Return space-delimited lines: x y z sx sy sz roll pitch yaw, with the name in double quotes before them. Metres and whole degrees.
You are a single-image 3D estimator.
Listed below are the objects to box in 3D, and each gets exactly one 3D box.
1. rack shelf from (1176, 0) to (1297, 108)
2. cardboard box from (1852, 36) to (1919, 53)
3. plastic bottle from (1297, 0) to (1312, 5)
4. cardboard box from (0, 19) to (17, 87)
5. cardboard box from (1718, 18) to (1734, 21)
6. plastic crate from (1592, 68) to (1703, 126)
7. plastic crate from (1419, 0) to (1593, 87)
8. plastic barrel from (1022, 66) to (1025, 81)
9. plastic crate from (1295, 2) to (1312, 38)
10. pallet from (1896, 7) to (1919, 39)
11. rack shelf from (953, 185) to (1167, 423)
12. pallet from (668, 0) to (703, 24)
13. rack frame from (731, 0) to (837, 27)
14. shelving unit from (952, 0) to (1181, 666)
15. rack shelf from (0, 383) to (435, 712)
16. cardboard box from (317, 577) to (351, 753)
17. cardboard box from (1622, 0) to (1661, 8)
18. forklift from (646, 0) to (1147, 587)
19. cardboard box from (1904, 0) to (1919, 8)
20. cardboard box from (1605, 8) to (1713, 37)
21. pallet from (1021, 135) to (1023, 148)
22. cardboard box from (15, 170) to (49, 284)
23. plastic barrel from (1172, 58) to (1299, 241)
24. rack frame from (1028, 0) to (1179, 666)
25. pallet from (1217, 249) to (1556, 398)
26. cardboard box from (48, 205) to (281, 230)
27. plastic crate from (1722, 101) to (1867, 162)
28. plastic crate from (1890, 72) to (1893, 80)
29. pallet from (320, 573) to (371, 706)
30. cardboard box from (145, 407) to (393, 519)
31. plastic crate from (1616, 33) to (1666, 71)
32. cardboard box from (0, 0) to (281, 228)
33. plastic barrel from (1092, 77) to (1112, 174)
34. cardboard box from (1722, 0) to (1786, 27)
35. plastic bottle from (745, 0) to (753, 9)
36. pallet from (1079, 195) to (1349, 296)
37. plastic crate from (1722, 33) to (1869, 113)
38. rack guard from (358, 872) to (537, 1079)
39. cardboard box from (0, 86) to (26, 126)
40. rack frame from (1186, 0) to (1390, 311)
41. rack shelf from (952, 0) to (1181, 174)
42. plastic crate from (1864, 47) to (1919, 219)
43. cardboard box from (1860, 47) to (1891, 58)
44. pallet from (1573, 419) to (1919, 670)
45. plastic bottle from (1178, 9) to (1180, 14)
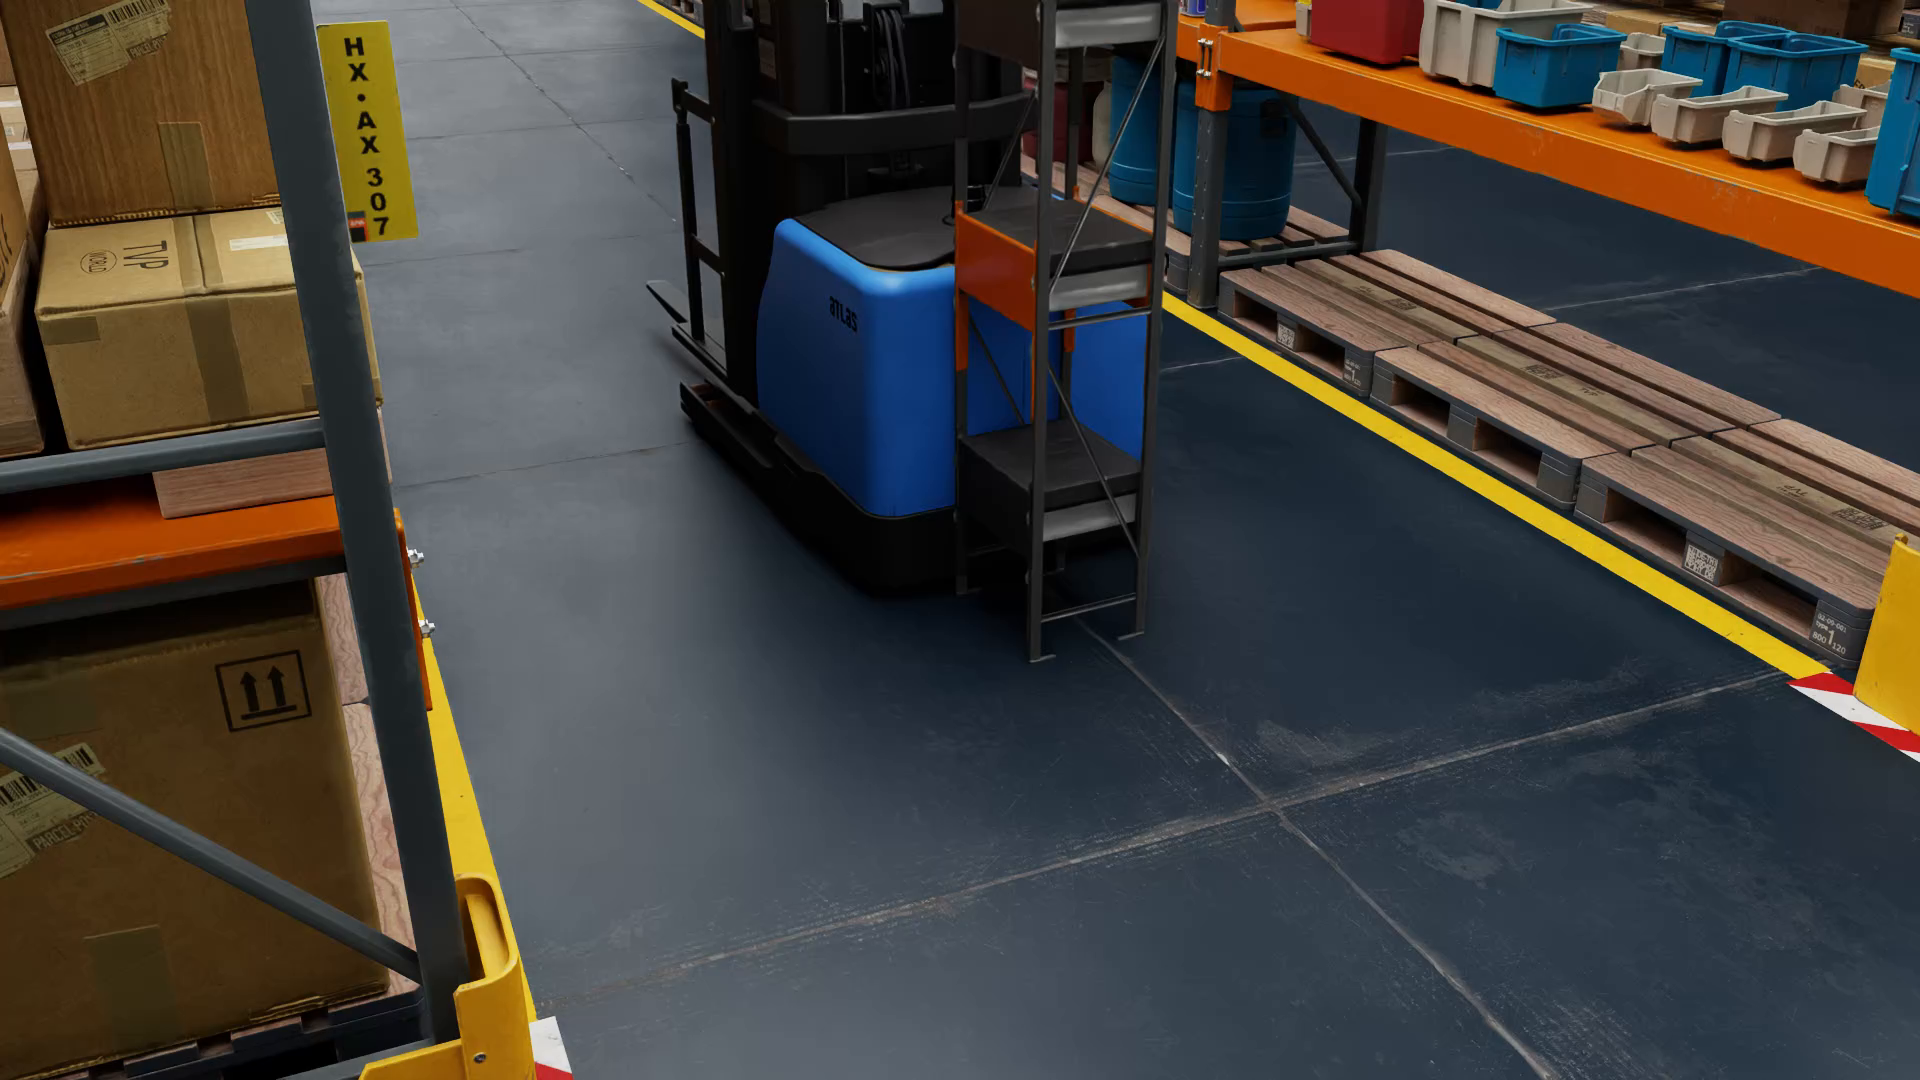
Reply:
"rack shelf" 0.804 -3.044 9.385 1.077 0.370 4.000 -11 28 -21
"cardboard box" 5.962 -2.934 10.688 0.500 0.500 0.500 -10 28 -20
"plastic bottle" 1.732 -2.751 8.023 0.144 0.351 0.185 -11 28 -21
"cardboard box" -2.624 -1.465 4.309 0.500 0.500 0.500 -11 28 -22
"cardboard box" 5.576 -3.341 11.522 0.500 0.500 0.500 -12 28 -23
"plastic crate" 2.303 -1.495 5.626 0.298 0.136 0.250 -11 28 -21
"plastic crate" 2.016 -1.885 6.259 0.437 0.282 0.530 -11 28 -21
"plastic barrel" 0.532 -2.838 10.500 0.421 0.512 0.421 0 26 0
"plastic crate" 1.638 -2.255 7.183 0.396 0.136 0.243 -11 28 -21
"pallet" 8.832 -4.939 15.625 1.003 0.211 1.213 -11 28 -21
"rack shelf" 0.277 -0.693 4.806 0.431 0.518 0.480 -12 29 -24
"pallet" -2.252 -5.308 16.380 1.003 0.211 1.213 -11 28 -21
"rack frame" -1.545 -5.789 14.188 1.000 3.000 0.127 -11 28 -21
"shelving unit" 0.277 -0.705 4.800 0.431 2.100 0.503 -12 29 -24
"rack shelf" -2.187 -0.578 4.334 1.077 0.370 4.000 -11 28 -21
"cardboard box" -2.084 0.060 4.150 0.875 0.875 0.875 -11 28 -21
"cardboard box" 5.162 -3.761 12.382 0.500 0.500 0.500 -9 28 -19
"forklift" -0.472 -1.784 6.064 1.130 2.935 3.031 -12 29 -24
"cardboard box" 8.807 -5.233 15.396 0.700 0.500 0.500 -10 28 -20
"cardboard box" 4.898 -3.452 11.748 0.500 0.500 0.500 -11 28 -21
"pallet" 0.368 -2.610 10.855 1.003 0.211 1.213 -11 28 -21
"cardboard box" -2.035 -0.515 3.217 0.500 0.250 0.500 -11 28 -21
"plastic barrel" 1.390 -2.028 8.397 0.600 0.901 0.708 -11 28 -21
"rack frame" 0.386 -0.609 4.604 0.400 2.100 0.015 -12 29 -24
"pallet" 1.911 -1.016 7.591 1.003 0.211 1.213 -11 28 -21
"cardboard box" -1.553 -0.609 3.410 0.500 0.250 0.500 -11 28 -21
"plastic crate" 2.568 -1.271 5.166 0.396 0.136 0.243 -11 28 -21
"plastic crate" 3.102 -1.318 5.154 0.416 0.233 0.300 -11 28 -21
"pallet" -2.262 0.358 4.775 1.003 0.211 1.213 -11 28 -21
"cardboard box" -1.239 -0.181 2.988 0.380 0.149 0.250 -10 28 -20
"plastic crate" 2.546 -1.817 6.284 0.293 0.136 0.466 -11 28 -21
"cardboard box" -1.539 -0.939 3.231 0.500 0.500 0.500 -11 28 -22
"plastic barrel" 0.974 -2.382 9.567 0.421 0.512 0.421 0 26 0
"cardboard box" 5.593 -3.664 11.328 0.500 0.250 0.500 -11 28 -22
"plastic bottle" -1.930 -5.032 15.154 0.144 0.351 0.185 -11 28 -21
"pallet" 1.324 -1.625 8.838 1.003 0.211 1.213 -11 28 -21
"plastic crate" 2.845 -1.584 5.698 0.416 0.233 0.300 -11 28 -21
"rack guard" -1.394 1.039 3.051 1.175 0.500 0.348 -11 28 -21
"cardboard box" -2.443 -0.930 4.067 0.500 0.250 0.500 -11 28 -21
"rack frame" 1.587 -2.559 7.573 1.000 3.000 0.127 -11 28 -21
"rack shelf" 0.277 -1.322 4.499 0.431 0.518 0.480 -12 29 -24
"plastic crate" 2.851 -1.091 4.456 0.616 0.435 0.499 -11 28 -21
"cardboard box" 5.504 -2.834 10.484 0.500 0.500 0.500 -10 28 -20
"pallet" 2.867 -0.031 5.573 1.003 0.211 1.213 -11 28 -21
"plastic bottle" 1.065 -2.616 7.915 0.097 0.201 0.097 0 26 0
